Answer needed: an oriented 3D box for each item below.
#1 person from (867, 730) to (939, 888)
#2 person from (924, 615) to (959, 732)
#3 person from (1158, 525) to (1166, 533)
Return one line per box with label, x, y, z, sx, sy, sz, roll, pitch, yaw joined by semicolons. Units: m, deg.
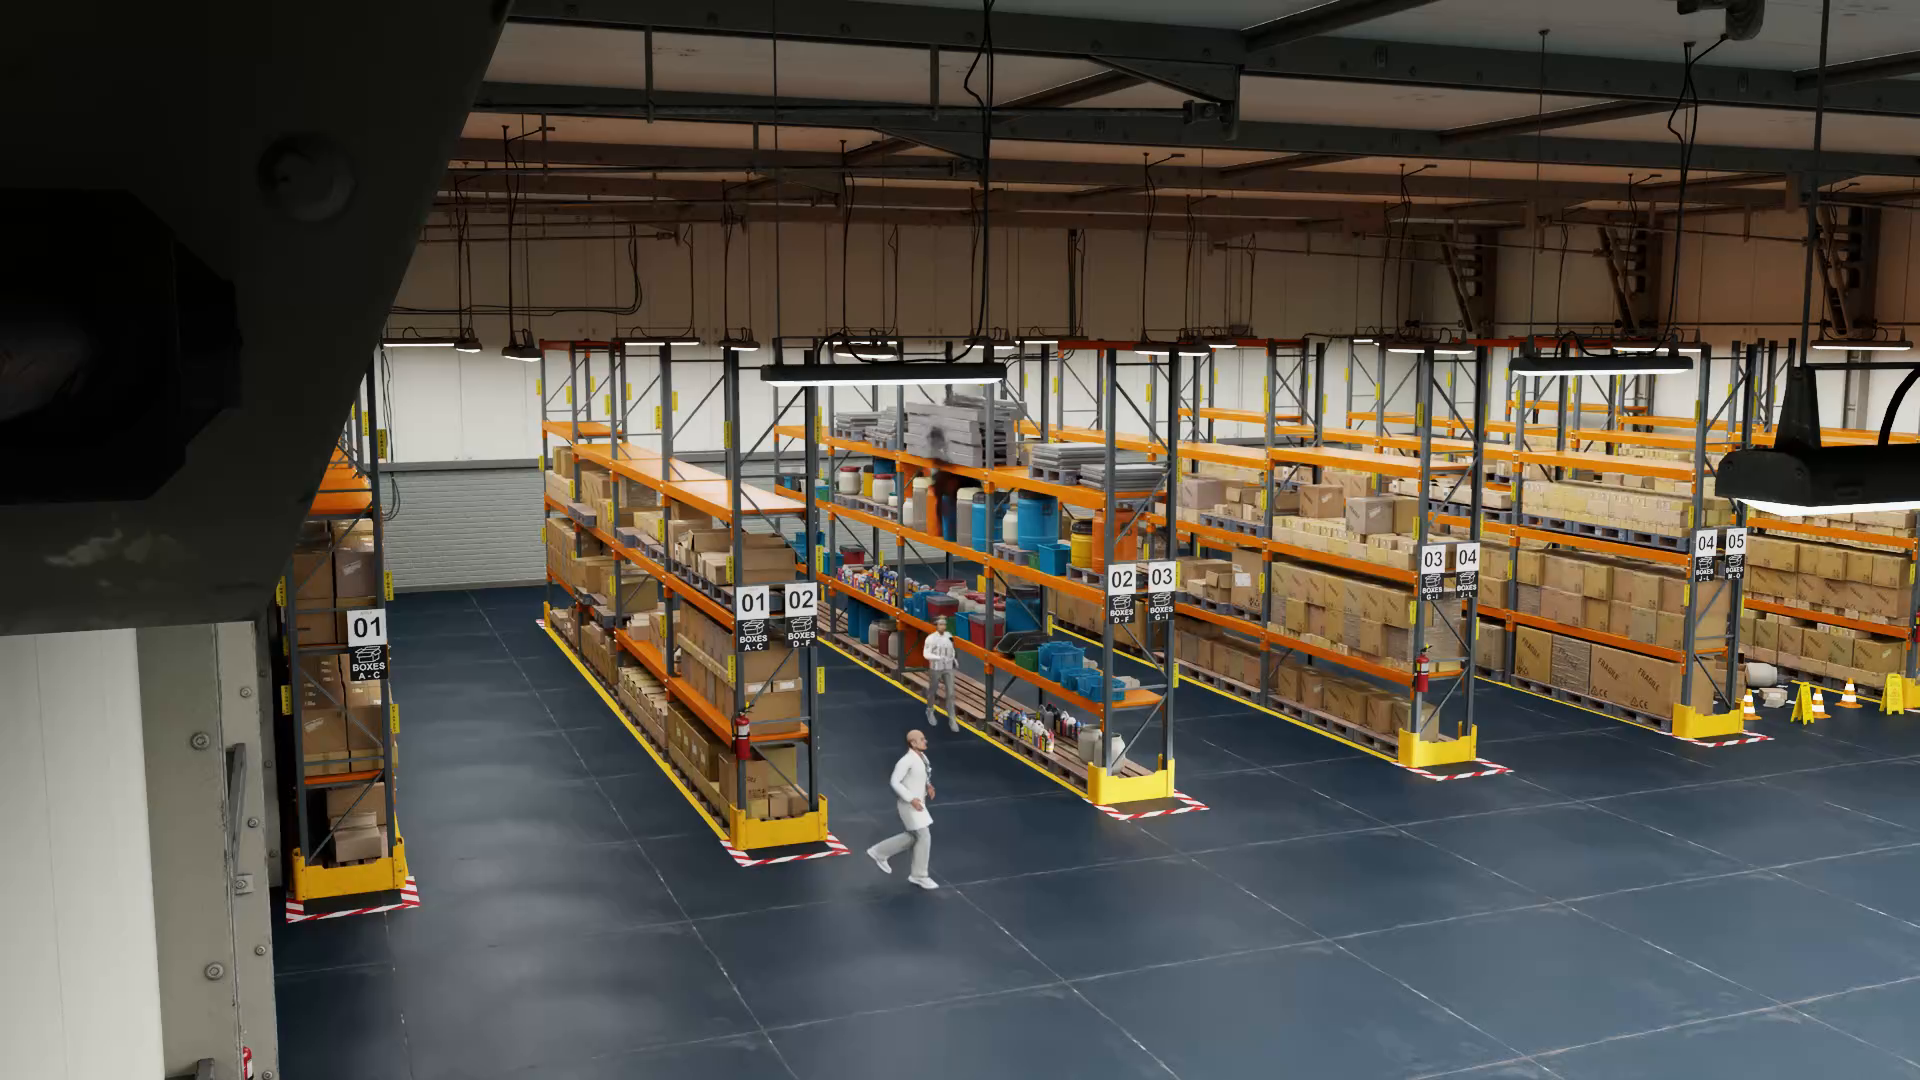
person;-0.633;3.068;18.863;0.852;1.724;0.713;1;8;11
person;-0.271;1.966;24.821;0.605;1.734;0.860;-3;8;-25
person;5.114;0.126;41.314;0.897;1.733;0.671;-4;9;-29
